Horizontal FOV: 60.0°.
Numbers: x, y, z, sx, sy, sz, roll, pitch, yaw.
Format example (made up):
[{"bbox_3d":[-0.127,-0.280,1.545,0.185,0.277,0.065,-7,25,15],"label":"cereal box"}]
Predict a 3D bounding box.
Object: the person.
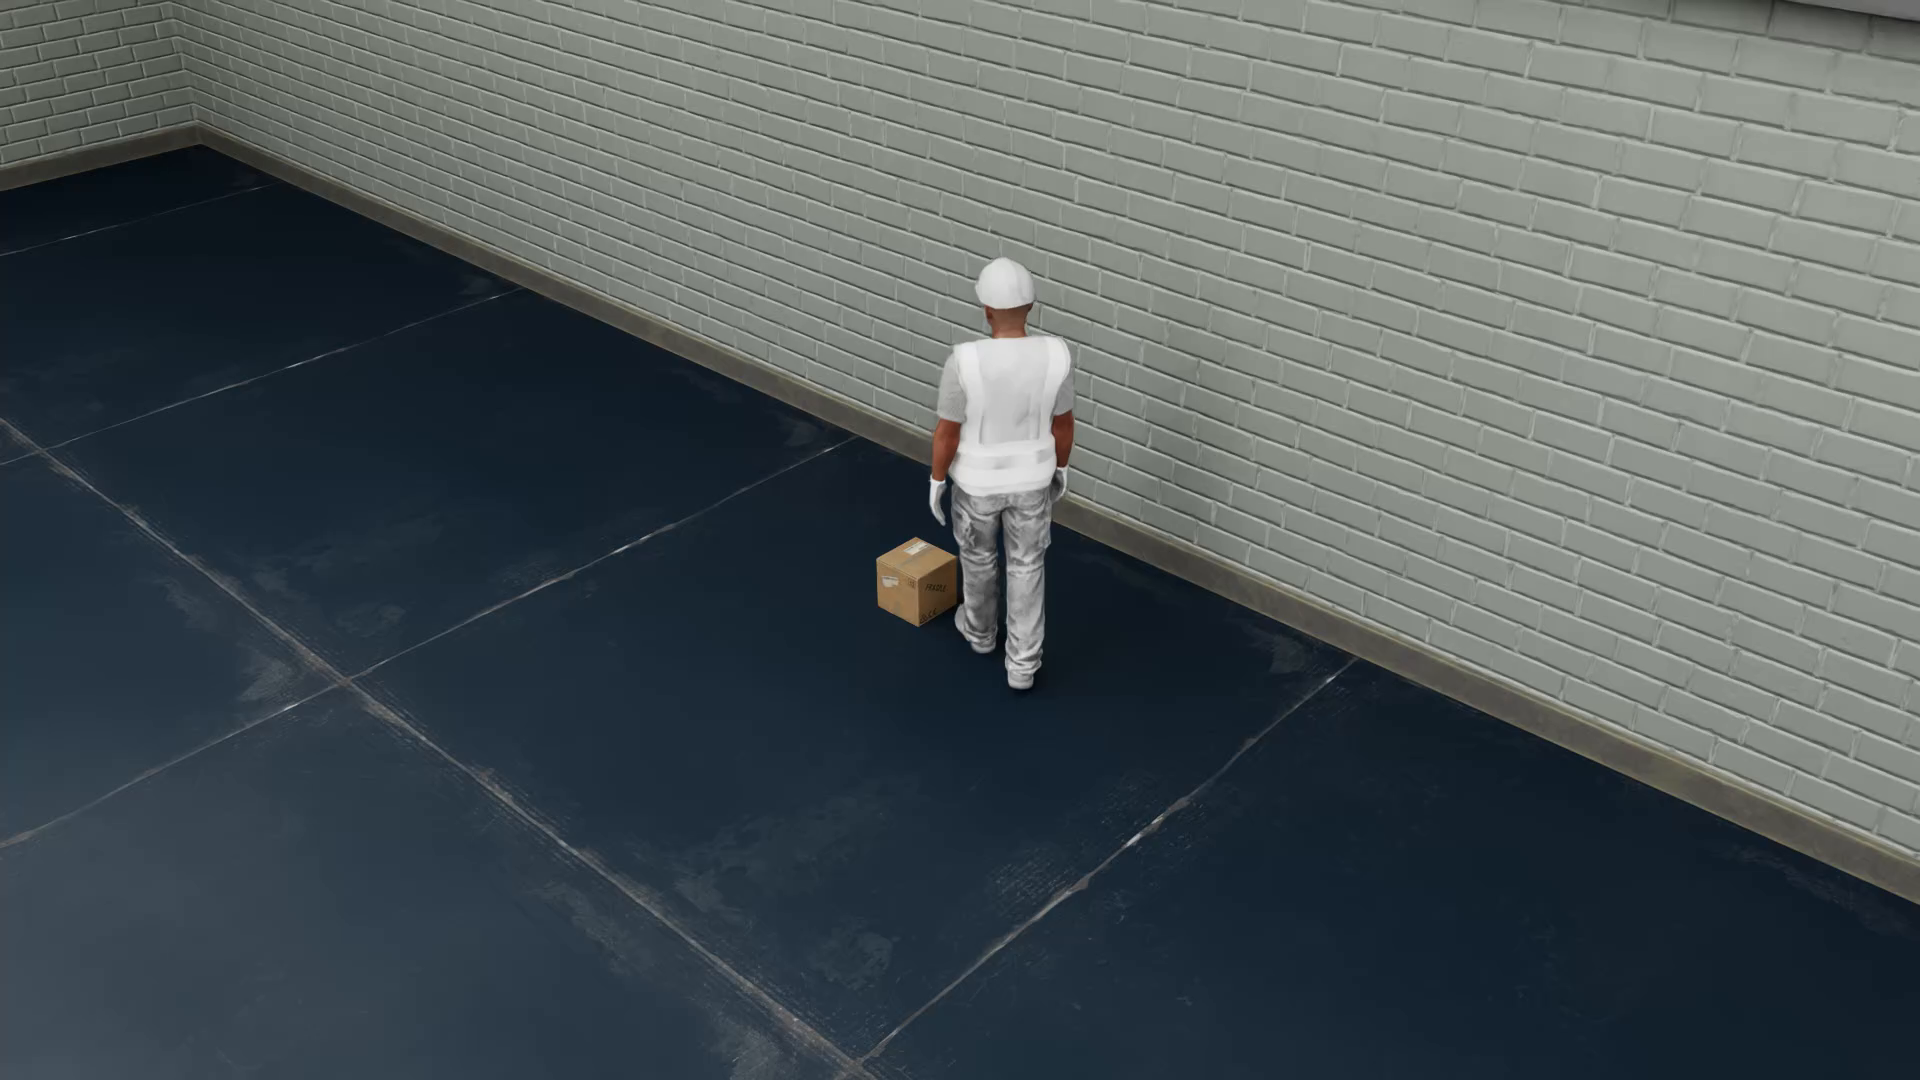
[{"bbox_3d":[0.142,-0.281,6.569,0.574,1.787,0.612,-6,31,-9],"label":"person"}]
